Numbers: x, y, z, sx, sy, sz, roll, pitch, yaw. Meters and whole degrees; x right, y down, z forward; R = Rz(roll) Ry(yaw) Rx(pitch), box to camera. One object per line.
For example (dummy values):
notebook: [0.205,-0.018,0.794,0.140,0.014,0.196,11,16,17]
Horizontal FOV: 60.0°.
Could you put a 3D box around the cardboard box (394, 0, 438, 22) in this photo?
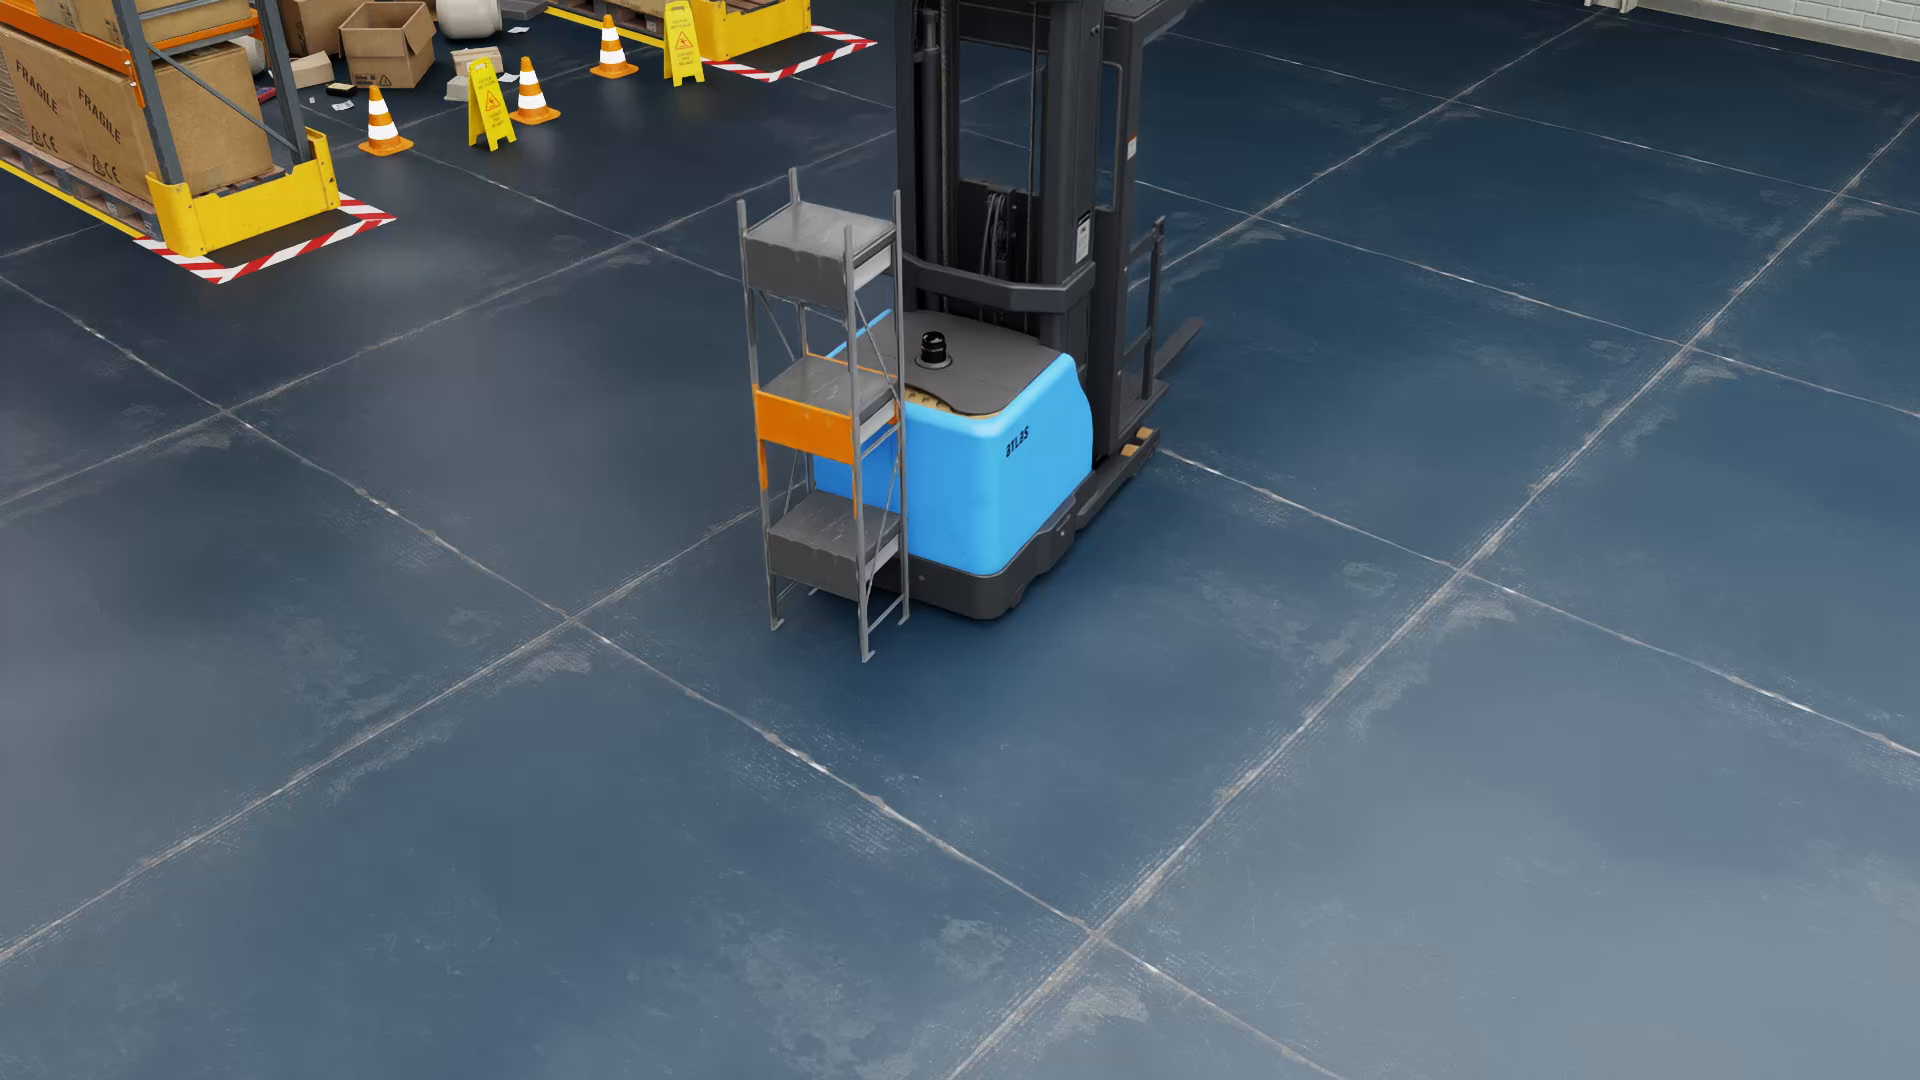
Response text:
cardboard box: [-4.875,-5.035,15.138,0.500,0.500,0.500,-6,35,-8]

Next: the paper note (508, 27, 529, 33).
paper note: [-3.948,-4.570,14.878,0.148,0.019,0.142,12,36,16]

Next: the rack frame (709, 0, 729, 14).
rack frame: [-1.754,-5.596,13.748,0.127,3.000,1.000,25,42,32]

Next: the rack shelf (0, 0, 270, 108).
rack shelf: [-6.381,-3.833,11.818,4.000,0.370,1.077,25,42,32]

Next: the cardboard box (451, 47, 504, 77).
cardboard box: [-4.053,-4.016,13.967,0.380,0.149,0.250,-12,36,-17]

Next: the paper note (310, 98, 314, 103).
paper note: [-5.222,-3.545,13.403,0.032,0.001,0.123,-12,36,-17]

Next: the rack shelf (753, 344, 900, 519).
rack shelf: [-0.551,-0.467,7.100,0.480,0.518,0.431,17,38,23]

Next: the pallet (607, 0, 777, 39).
pallet: [-2.414,-4.783,15.029,1.213,0.211,1.003,25,42,32]

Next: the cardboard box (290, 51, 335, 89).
cardboard box: [-5.418,-3.906,13.703,0.396,0.266,0.258,-26,42,-32]

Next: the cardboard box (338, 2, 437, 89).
cardboard box: [-4.724,-4.101,13.778,0.637,0.503,0.797,0,34,0]

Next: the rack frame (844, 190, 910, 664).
rack frame: [-0.337,-0.413,6.996,0.015,2.100,0.400,17,38,23]

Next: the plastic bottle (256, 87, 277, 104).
plastic bottle: [-5.623,-3.610,13.453,0.133,0.061,0.283,12,36,16]

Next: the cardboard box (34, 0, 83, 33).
cardboard box: [-5.594,-3.772,10.960,0.550,0.550,0.875,25,42,32]

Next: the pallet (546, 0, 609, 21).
pallet: [-3.348,-5.225,15.672,1.213,0.211,1.003,25,42,32]

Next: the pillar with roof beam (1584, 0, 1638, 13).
pillar with roof beam: [3.317,-6.828,10.243,0.400,9.000,9.100,25,42,32]

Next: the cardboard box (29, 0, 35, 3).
cardboard box: [-5.944,-4.029,11.335,0.550,0.550,0.875,25,42,32]

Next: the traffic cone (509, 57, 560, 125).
traffic cone: [-3.359,-3.538,12.994,0.334,0.463,0.336,25,42,32]

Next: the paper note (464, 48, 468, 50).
paper note: [-4.311,-4.216,14.373,0.148,0.019,0.142,-18,38,-25]

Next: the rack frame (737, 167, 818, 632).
rack frame: [-0.765,-0.545,7.188,0.015,2.100,0.400,17,38,23]

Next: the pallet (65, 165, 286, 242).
pallet: [-5.508,-2.512,11.721,1.213,0.211,1.003,25,42,32]

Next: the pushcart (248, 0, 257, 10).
pushcart: [-6.249,-4.953,15.130,0.936,0.377,1.648,12,36,16]

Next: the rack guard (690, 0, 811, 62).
rack guard: [-1.813,-4.593,14.496,0.348,0.500,1.175,25,42,32]

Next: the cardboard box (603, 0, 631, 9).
cardboard box: [-2.941,-5.002,14.942,0.500,0.250,0.500,25,42,32]

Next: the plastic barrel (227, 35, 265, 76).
plastic barrel: [-6.064,-4.049,13.772,0.512,0.421,0.421,-6,35,-8]

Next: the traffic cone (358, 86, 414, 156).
traffic cone: [-4.343,-3.170,12.457,0.334,0.463,0.336,25,42,32]

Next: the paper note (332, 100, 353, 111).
paper note: [-4.930,-3.472,13.281,0.144,0.017,0.142,-18,38,-25]

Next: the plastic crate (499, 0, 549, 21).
plastic crate: [-4.146,-4.916,15.337,0.583,0.080,0.402,12,36,16]

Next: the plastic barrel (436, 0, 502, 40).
plastic barrel: [-4.310,-4.623,14.608,0.512,0.421,0.421,-6,35,-8]

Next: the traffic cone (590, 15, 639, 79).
traffic cone: [-2.910,-4.144,13.876,0.334,0.463,0.336,25,42,32]

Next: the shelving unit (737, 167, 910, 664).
shelving unit: [-0.551,-0.479,7.092,0.503,2.100,0.431,17,38,23]

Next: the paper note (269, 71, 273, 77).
paper note: [-5.703,-3.931,13.955,0.172,0.023,0.155,-18,38,-25]

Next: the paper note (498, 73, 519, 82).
paper note: [-3.754,-3.848,13.826,0.142,0.019,0.148,12,36,16]

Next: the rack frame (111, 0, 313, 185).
rack frame: [-4.844,-3.405,10.559,0.127,3.000,1.000,25,42,32]

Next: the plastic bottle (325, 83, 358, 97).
plastic bottle: [-5.062,-3.668,13.538,0.283,0.061,0.133,12,36,16]

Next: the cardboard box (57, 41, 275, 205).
cardboard box: [-5.407,-2.920,11.358,0.875,0.875,0.875,26,42,32]

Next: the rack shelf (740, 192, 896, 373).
rack shelf: [-0.551,-1.044,6.704,0.480,0.518,0.431,17,38,23]

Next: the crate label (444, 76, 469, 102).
crate label: [-4.003,-3.662,13.461,0.298,0.136,0.250,6,35,8]

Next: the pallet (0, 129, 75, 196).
pallet: [-6.442,-2.954,12.364,1.213,0.211,1.003,25,42,32]

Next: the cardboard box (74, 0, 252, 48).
cardboard box: [-5.158,-3.582,10.684,0.550,0.550,0.875,25,42,32]

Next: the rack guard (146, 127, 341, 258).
rack guard: [-4.825,-2.366,11.254,0.348,0.500,1.175,25,42,32]

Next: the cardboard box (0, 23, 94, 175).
cardboard box: [-6.085,-3.237,11.820,0.875,0.875,0.875,25,41,31]

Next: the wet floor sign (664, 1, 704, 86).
wet floor sign: [-2.293,-4.091,13.637,0.267,0.644,0.232,-18,38,-25]

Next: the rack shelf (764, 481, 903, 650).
rack shelf: [-0.551,0.110,7.496,0.480,0.518,0.431,17,38,23]

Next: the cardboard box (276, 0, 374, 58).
cardboard box: [-5.448,-4.492,14.227,0.503,0.637,0.797,25,42,32]

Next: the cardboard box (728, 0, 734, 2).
cardboard box: [-2.197,-5.048,15.009,0.500,0.250,0.500,25,42,31]

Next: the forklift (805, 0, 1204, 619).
forklift: [0.416,-1.658,8.076,1.130,2.935,3.031,17,38,23]

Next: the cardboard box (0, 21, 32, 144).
cardboard box: [-6.784,-3.568,12.302,0.875,0.875,0.875,26,42,32]

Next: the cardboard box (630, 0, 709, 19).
cardboard box: [-2.566,-4.820,14.676,0.500,0.250,0.500,25,42,32]

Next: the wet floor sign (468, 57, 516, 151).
wet floor sign: [-3.554,-3.286,12.465,0.232,0.644,0.267,18,38,24]
